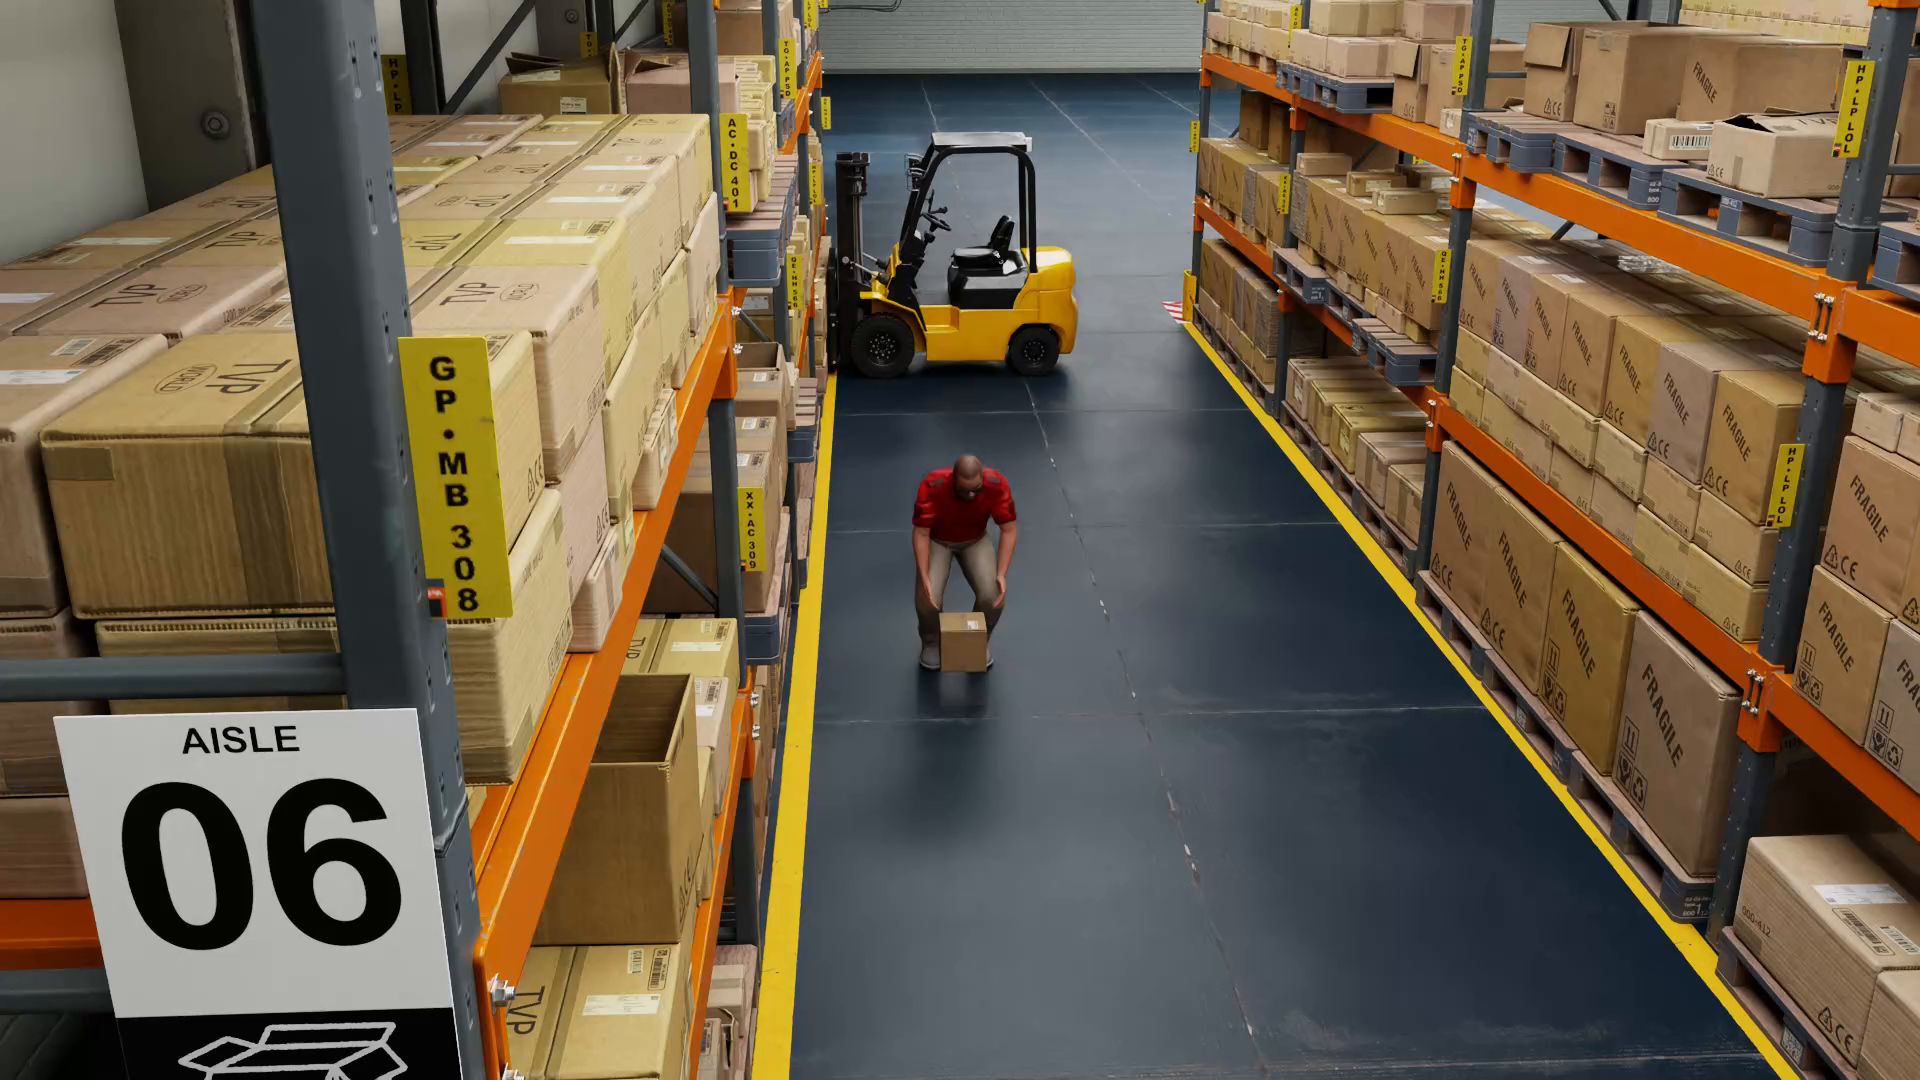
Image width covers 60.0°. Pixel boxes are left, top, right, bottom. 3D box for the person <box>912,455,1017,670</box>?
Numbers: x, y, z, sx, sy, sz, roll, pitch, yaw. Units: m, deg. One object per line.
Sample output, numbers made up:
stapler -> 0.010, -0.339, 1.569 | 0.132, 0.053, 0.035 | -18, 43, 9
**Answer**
person -> 0.020, 0.083, 9.430 | 0.590, 1.352, 0.739 | -1, 20, -3
